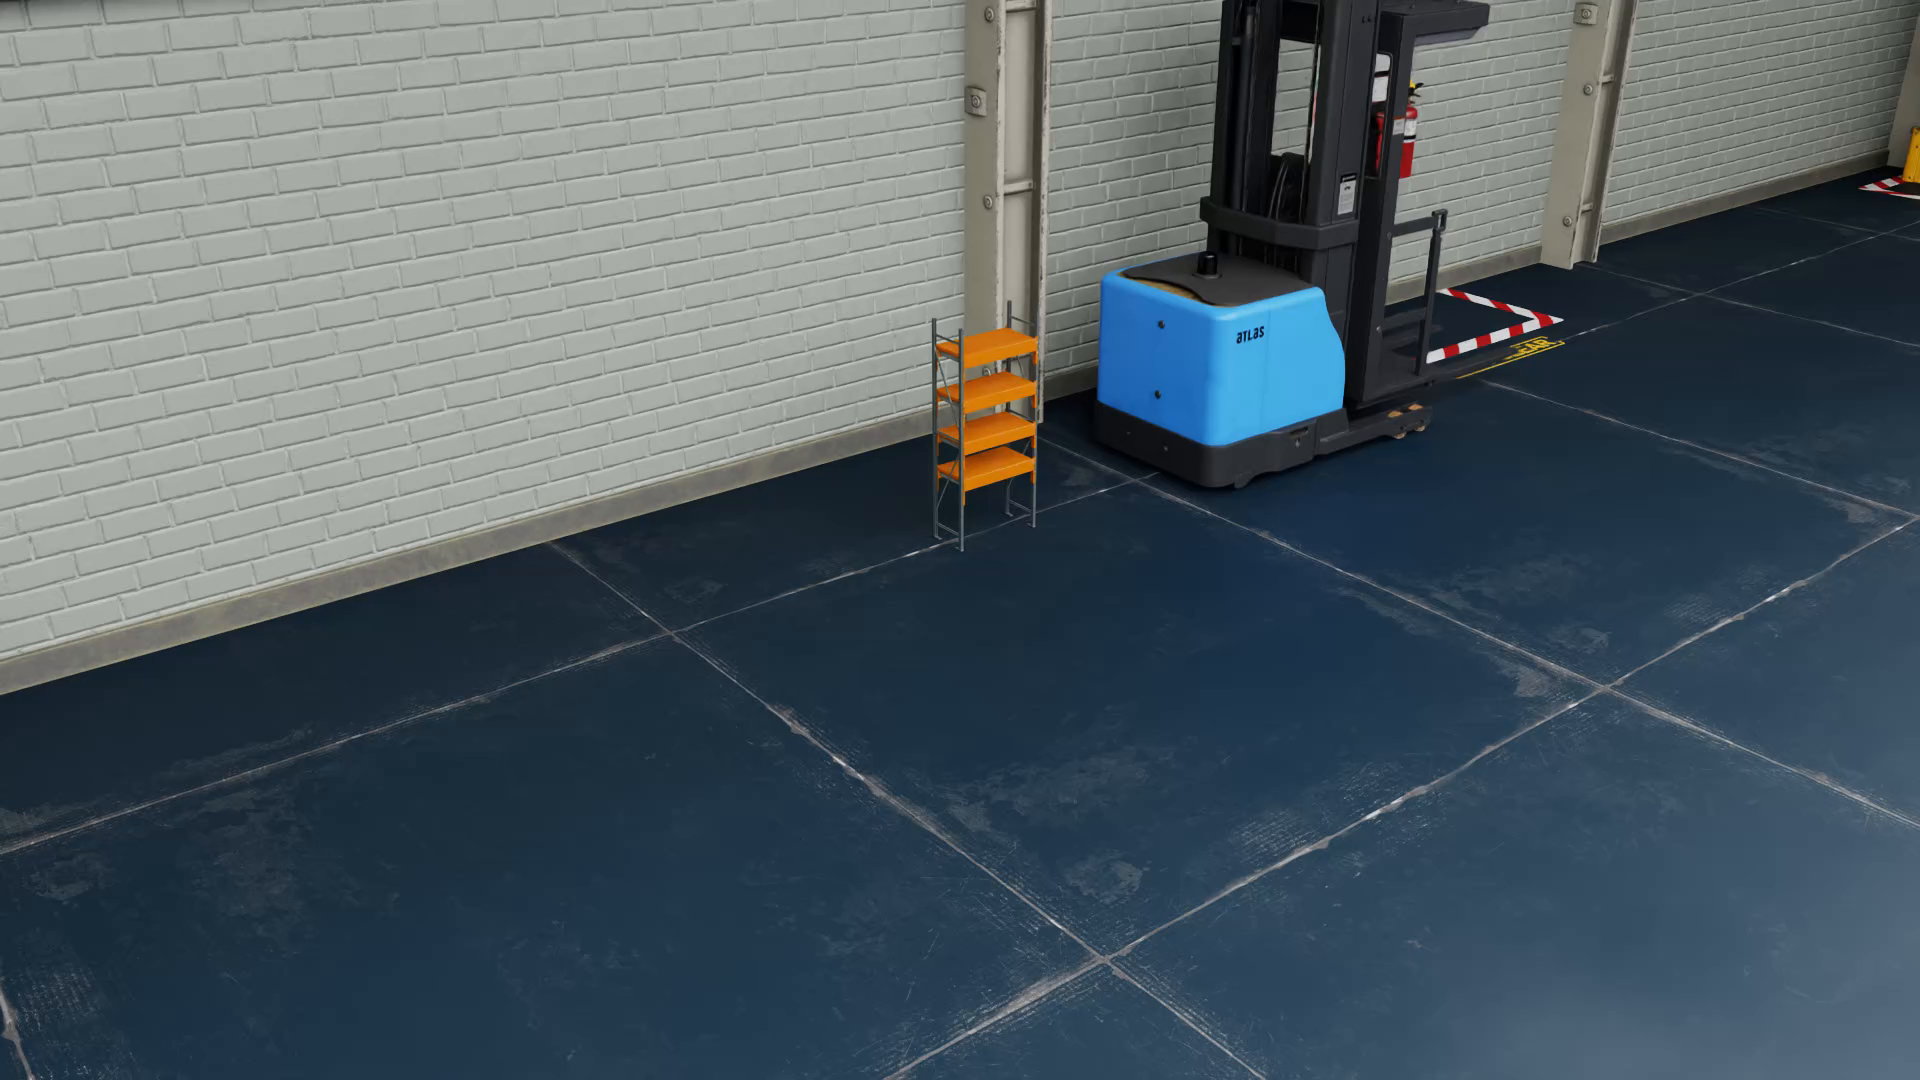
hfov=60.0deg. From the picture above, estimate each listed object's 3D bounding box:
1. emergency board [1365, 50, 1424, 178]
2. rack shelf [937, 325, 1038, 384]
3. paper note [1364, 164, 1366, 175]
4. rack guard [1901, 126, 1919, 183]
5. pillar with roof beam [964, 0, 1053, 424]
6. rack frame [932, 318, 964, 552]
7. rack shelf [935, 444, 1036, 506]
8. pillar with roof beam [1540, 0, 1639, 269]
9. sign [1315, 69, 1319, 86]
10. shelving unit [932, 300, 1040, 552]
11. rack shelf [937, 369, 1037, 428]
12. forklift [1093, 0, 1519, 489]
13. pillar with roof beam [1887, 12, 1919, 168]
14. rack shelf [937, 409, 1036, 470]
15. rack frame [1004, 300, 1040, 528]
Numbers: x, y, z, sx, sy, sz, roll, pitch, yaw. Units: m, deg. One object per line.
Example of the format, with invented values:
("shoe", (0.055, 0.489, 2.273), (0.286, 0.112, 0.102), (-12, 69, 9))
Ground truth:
("emergency board", (3.025, -3.024, 11.703), (0.643, 1.169, 0.194), (-18, 31, -34))
("rack shelf", (0.130, -0.944, 8.425), (0.480, 0.148, 0.258), (-18, 31, -34))
("paper note", (2.843, -2.602, 11.839), (0.142, 0.148, 0.016), (-18, 31, -34))
("rack guard", (9.757, -3.630, 15.977), (0.348, 0.500, 1.175), (-18, 31, -34))
("pillar with roof beam", (2.928, -3.390, 5.365), (0.400, 9.000, 9.100), (-18, 31, -34))
("rack frame", (-0.062, -0.524, 8.453), (0.015, 1.200, 0.240), (-18, 31, -34))
("rack shelf", (0.130, -0.346, 8.702), (0.480, 0.148, 0.258), (-18, 31, -34))
("pillar with roof beam", (7.649, -4.949, 8.724), (0.400, 9.000, 9.100), (-18, 31, -34))
("sign", (2.535, -3.170, 11.345), (0.331, 0.109, 0.001), (-18, 31, -34))
("shelving unit", (0.130, -0.587, 8.590), (0.503, 1.200, 0.258), (-18, 31, -34))
("rack shelf", (0.130, -0.729, 8.524), (0.480, 0.148, 0.258), (-18, 31, -34))
("forklift", (2.268, -2.100, 9.792), (3.031, 2.935, 1.130), (-18, 30, -34))
("pillar with roof beam", (12.371, -6.507, 12.082), (0.400, 9.000, 9.100), (-18, 31, -34))
("rack shelf", (0.130, -0.526, 8.618), (0.480, 0.148, 0.258), (-18, 31, -34))
("rack frame", (0.322, -0.651, 8.727), (0.015, 1.200, 0.240), (-18, 31, -34))
